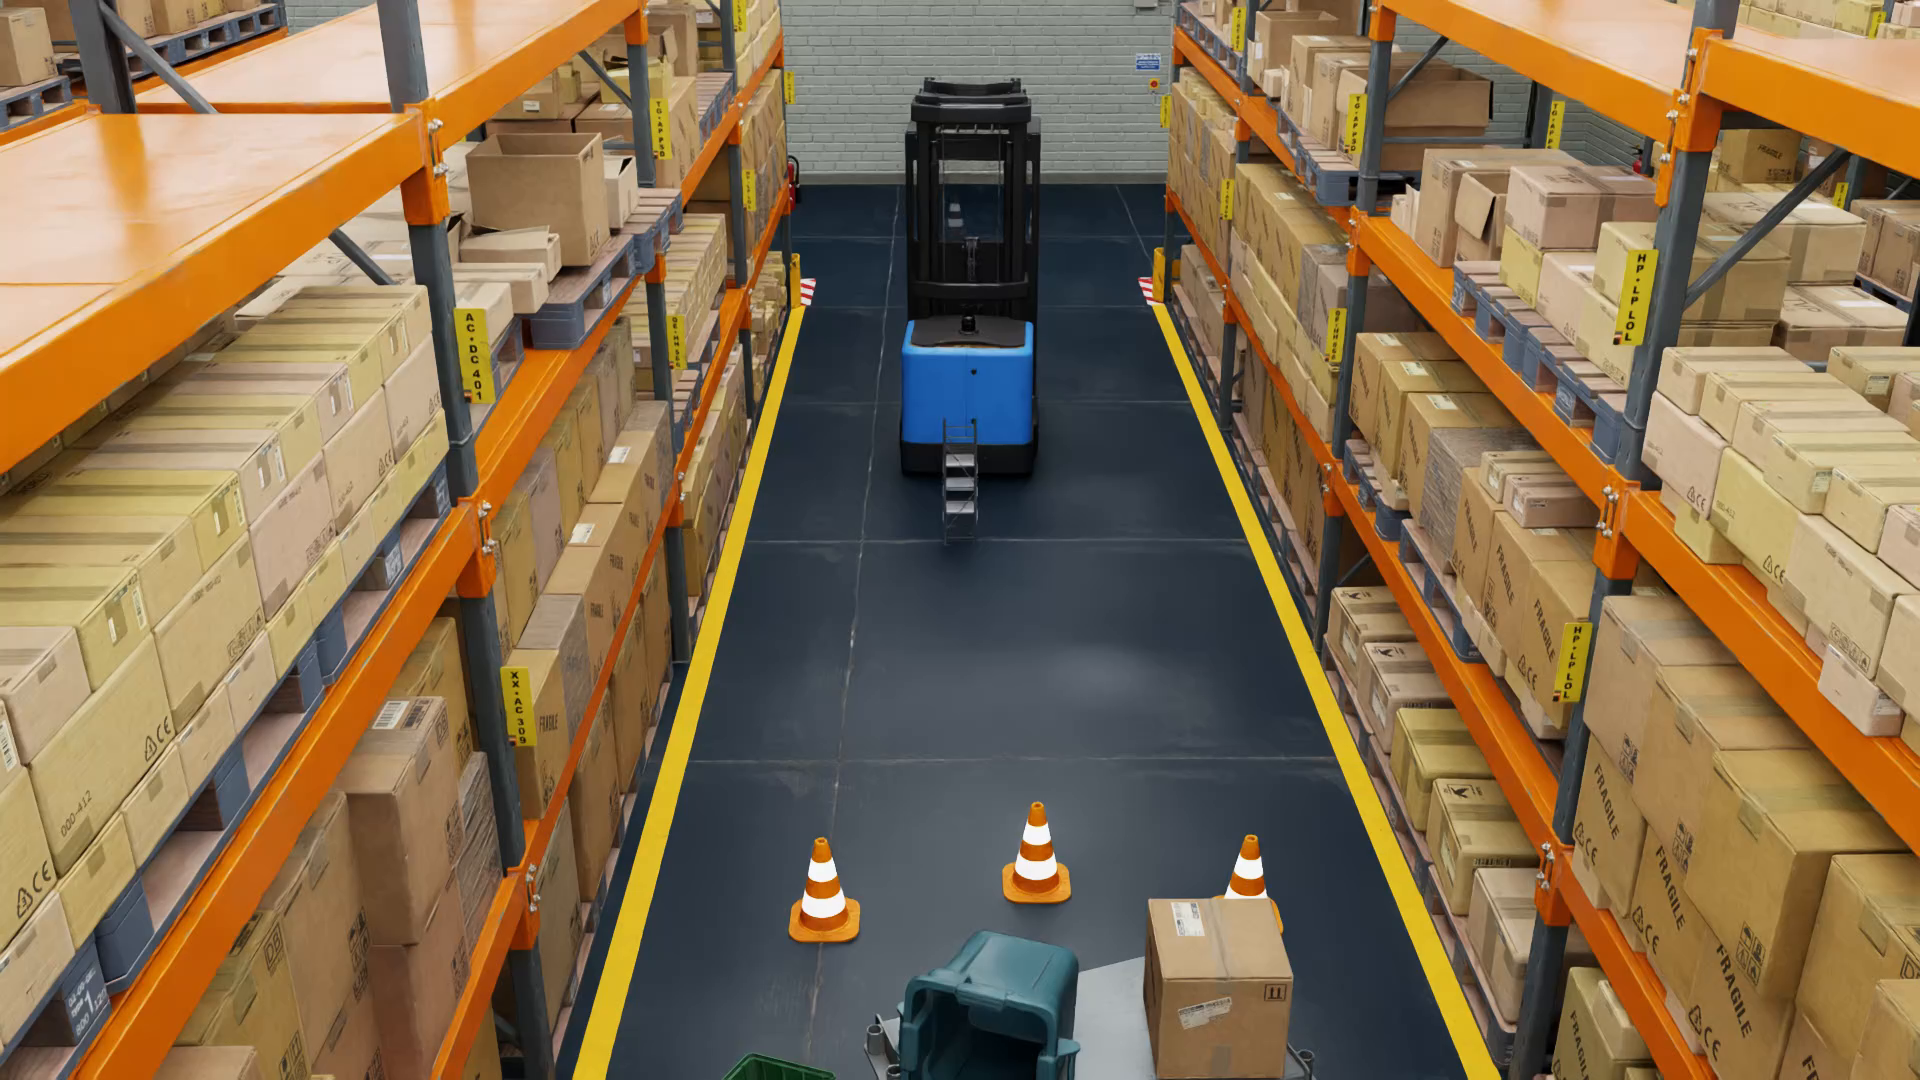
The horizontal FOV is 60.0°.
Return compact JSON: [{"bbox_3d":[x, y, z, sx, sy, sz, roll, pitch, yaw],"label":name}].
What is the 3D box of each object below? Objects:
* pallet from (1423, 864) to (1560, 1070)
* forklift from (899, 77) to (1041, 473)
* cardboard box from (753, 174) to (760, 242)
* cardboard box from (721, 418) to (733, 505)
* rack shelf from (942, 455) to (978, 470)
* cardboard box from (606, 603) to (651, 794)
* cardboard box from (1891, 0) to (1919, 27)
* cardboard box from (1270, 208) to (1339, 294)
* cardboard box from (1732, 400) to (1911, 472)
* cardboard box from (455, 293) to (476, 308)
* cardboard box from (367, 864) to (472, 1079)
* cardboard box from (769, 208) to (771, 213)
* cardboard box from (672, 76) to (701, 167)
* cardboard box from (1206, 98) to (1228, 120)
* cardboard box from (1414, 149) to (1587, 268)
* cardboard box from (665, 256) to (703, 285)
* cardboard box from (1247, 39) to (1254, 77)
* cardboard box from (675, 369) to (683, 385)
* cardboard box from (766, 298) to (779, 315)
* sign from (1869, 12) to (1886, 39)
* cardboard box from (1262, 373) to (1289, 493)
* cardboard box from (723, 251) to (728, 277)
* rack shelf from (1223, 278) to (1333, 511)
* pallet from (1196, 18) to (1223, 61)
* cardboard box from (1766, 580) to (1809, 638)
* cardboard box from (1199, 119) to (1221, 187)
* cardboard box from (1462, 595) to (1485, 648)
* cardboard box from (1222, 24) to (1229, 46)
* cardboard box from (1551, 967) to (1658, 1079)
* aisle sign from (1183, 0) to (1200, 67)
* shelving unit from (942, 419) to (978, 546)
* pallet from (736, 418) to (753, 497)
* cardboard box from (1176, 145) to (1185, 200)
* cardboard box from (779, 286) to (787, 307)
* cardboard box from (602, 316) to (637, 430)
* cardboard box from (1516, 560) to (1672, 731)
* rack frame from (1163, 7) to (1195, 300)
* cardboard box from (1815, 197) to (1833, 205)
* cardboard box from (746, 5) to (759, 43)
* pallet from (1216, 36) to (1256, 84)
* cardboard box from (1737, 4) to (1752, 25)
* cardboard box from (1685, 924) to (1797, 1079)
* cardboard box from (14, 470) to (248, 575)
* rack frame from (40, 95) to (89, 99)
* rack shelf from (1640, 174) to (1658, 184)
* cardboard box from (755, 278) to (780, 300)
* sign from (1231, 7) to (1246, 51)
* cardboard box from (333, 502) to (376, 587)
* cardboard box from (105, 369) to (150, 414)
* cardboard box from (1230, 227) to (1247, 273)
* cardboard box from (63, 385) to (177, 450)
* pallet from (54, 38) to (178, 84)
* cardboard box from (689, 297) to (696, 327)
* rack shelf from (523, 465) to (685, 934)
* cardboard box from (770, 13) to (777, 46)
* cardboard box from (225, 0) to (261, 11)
[{"bbox_3d":[2.789,1.923,7.625,1.003,0.211,1.213,0,24,-1],"label":"pallet"},{"bbox_3d":[0.116,-2.428,13.945,1.130,2.935,3.031,1,24,2],"label":"forklift"},{"bbox_3d":[-2.003,-2.849,14.311,0.500,0.500,0.500,0,24,-1],"label":"cardboard box"},{"bbox_3d":[-1.971,-0.585,12.310,0.500,0.500,0.500,-1,24,-2],"label":"cardboard box"},{"bbox_3d":[0.000,-0.547,11.895,0.258,0.077,0.200,0,24,-1],"label":"rack shelf"},{"bbox_3d":[-2.264,0.834,8.869,1.050,0.750,0.750,0,24,0],"label":"cardboard box"},{"bbox_3d":[7.329,-4.035,12.584,0.396,0.266,0.258,0,24,-1],"label":"cardboard box"},{"bbox_3d":[2.477,-2.012,11.608,0.500,0.500,0.500,-1,24,-1],"label":"cardboard box"},{"bbox_3d":[2.502,-0.295,4.842,0.380,0.149,0.250,-1,24,-2],"label":"cardboard box"},{"bbox_3d":[-1.907,-0.755,6.054,0.258,0.266,0.396,-1,24,-1],"label":"cardboard box"},{"bbox_3d":[-2.105,1.348,5.332,0.875,0.550,0.550,0,24,-1],"label":"cardboard box"},{"bbox_3d":[-2.012,-3.240,15.962,0.380,0.149,0.250,-1,24,-3],"label":"cardboard box"},{"bbox_3d":[-1.957,-2.672,10.639,0.500,0.500,0.500,0,24,-1],"label":"cardboard box"},{"bbox_3d":[2.422,-3.873,14.936,0.380,0.149,0.250,0,24,-1],"label":"cardboard box"},{"bbox_3d":[2.756,-1.696,8.483,0.700,0.500,0.500,0,24,-1],"label":"cardboard box"},{"bbox_3d":[-2.024,-1.905,11.780,0.380,0.149,0.250,-1,24,-3],"label":"cardboard box"},{"bbox_3d":[2.367,-3.612,12.493,0.396,0.266,0.258,0,24,-1],"label":"cardboard box"},{"bbox_3d":[-2.003,-1.095,10.709,0.380,0.149,0.250,1,24,2],"label":"cardboard box"},{"bbox_3d":[-1.964,-2.292,16.149,0.380,0.149,0.250,0,24,0],"label":"cardboard box"},{"bbox_3d":[7.132,-3.943,12.945,0.100,0.325,0.005,0,24,-1],"label":"sign"},{"bbox_3d":[2.816,-0.919,12.594,0.875,0.875,0.875,0,24,1],"label":"cardboard box"},{"bbox_3d":[-2.035,-2.173,13.094,0.380,0.149,0.250,-1,24,-2],"label":"cardboard box"},{"bbox_3d":[2.733,-1.171,11.955,1.077,0.370,4.000,0,24,-1],"label":"rack shelf"},{"bbox_3d":[2.703,-4.488,14.884,1.003,0.211,1.213,0,24,-1],"label":"pallet"},{"bbox_3d":[2.580,0.164,4.796,0.380,0.149,0.250,0,24,1],"label":"cardboard box"},{"bbox_3d":[2.418,-3.436,14.756,0.500,0.500,0.500,0,24,0],"label":"cardboard box"},{"bbox_3d":[2.487,0.366,7.479,0.380,0.149,0.250,0,24,0],"label":"cardboard box"},{"bbox_3d":[2.382,-4.183,13.775,0.380,0.149,0.250,0,24,1],"label":"cardboard box"},{"bbox_3d":[2.535,1.938,6.126,0.500,0.500,0.500,1,24,2],"label":"cardboard box"},{"bbox_3d":[2.377,-5.184,16.801,0.394,0.787,0.004,0,24,-1],"label":"aisle sign"},{"bbox_3d":[0.000,-0.413,11.955,0.258,0.900,0.210,0,24,-1],"label":"shelving unit"},{"bbox_3d":[-2.227,-0.668,13.353,1.003,0.211,1.213,0,24,-1],"label":"pallet"},{"bbox_3d":[2.419,-3.609,16.352,0.500,0.500,0.500,-1,24,-1],"label":"cardboard box"},{"bbox_3d":[-1.962,-2.478,16.923,0.380,0.149,0.250,0,24,1],"label":"cardboard box"},{"bbox_3d":[-2.198,-0.927,9.208,0.700,0.500,0.500,0,24,-1],"label":"cardboard box"},{"bbox_3d":[2.564,0.412,6.591,0.500,0.500,0.500,-1,24,-2],"label":"cardboard box"},{"bbox_3d":[2.668,-3.971,17.274,1.000,3.000,0.127,0,24,-1],"label":"rack frame"},{"bbox_3d":[7.405,-2.829,14.570,0.500,0.250,0.500,0,24,0],"label":"cardboard box"},{"bbox_3d":[-1.995,-4.397,14.151,0.500,0.250,0.500,0,24,0],"label":"cardboard box"},{"bbox_3d":[2.713,-3.986,13.775,1.003,0.211,1.213,0,24,-1],"label":"pallet"},{"bbox_3d":[7.382,-4.825,15.342,0.500,0.250,0.500,-1,24,-2],"label":"cardboard box"},{"bbox_3d":[2.546,1.389,4.940,0.500,0.500,0.500,0,24,-1],"label":"cardboard box"},{"bbox_3d":[-1.810,-0.040,3.648,0.380,0.149,0.250,0,24,0],"label":"cardboard box"},{"bbox_3d":[-7.198,-2.278,13.531,1.000,3.000,0.127,0,24,-1],"label":"rack frame"},{"bbox_3d":[7.653,-2.843,15.653,1.077,0.370,4.000,0,24,-1],"label":"rack shelf"},{"bbox_3d":[-1.948,-2.426,16.086,0.380,0.149,0.250,1,24,1],"label":"cardboard box"},{"bbox_3d":[2.157,-3.958,12.882,0.100,0.325,0.005,0,24,-1],"label":"sign"},{"bbox_3d":[-1.816,0.013,4.499,0.380,0.149,0.250,0,24,0],"label":"cardboard box"},{"bbox_3d":[-2.479,-0.454,4.563,0.380,0.149,0.250,0,24,-1],"label":"cardboard box"},{"bbox_3d":[2.434,-2.300,13.154,0.500,0.250,0.500,-1,24,-2],"label":"cardboard box"},{"bbox_3d":[-2.417,-0.223,4.536,0.500,0.250,0.500,0,24,-1],"label":"cardboard box"},{"bbox_3d":[-7.196,-3.942,13.677,1.003,0.211,1.213,0,24,-1],"label":"pallet"},{"bbox_3d":[-2.013,-1.554,11.363,0.380,0.149,0.250,0,24,-1],"label":"cardboard box"},{"bbox_3d":[-2.172,0.541,8.170,1.077,0.370,4.000,0,24,-1],"label":"rack shelf"},{"bbox_3d":[-1.998,-4.809,15.669,0.500,0.250,0.500,0,24,0],"label":"cardboard box"},{"bbox_3d":[-7.182,-5.362,15.956,0.700,0.500,0.500,-2,24,-4],"label":"cardboard box"}]
